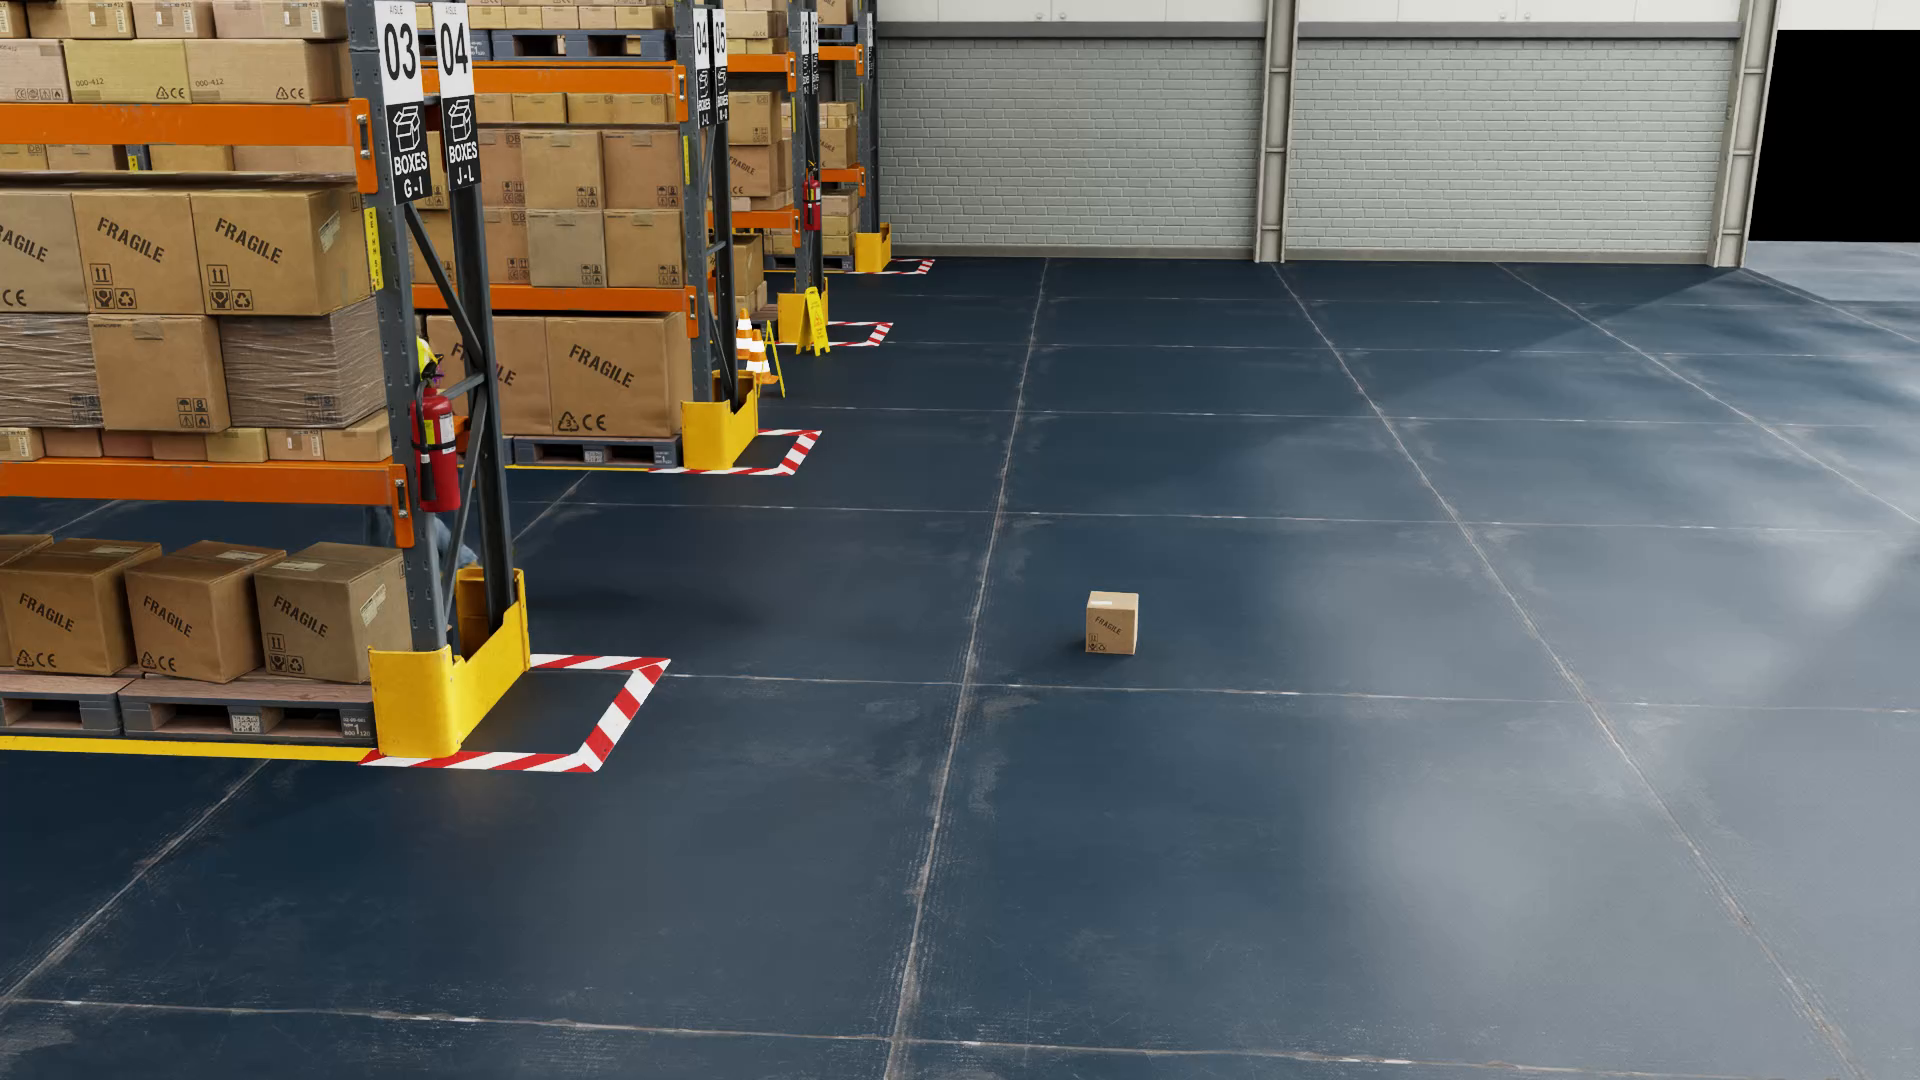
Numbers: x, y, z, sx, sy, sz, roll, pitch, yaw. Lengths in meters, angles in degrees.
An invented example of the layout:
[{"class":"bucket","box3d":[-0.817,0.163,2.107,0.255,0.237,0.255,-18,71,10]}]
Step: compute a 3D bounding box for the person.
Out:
[{"class":"person","box3d":[-3.168,-0.546,9.265,1.003,1.734,0.597,3,18,9]}]
